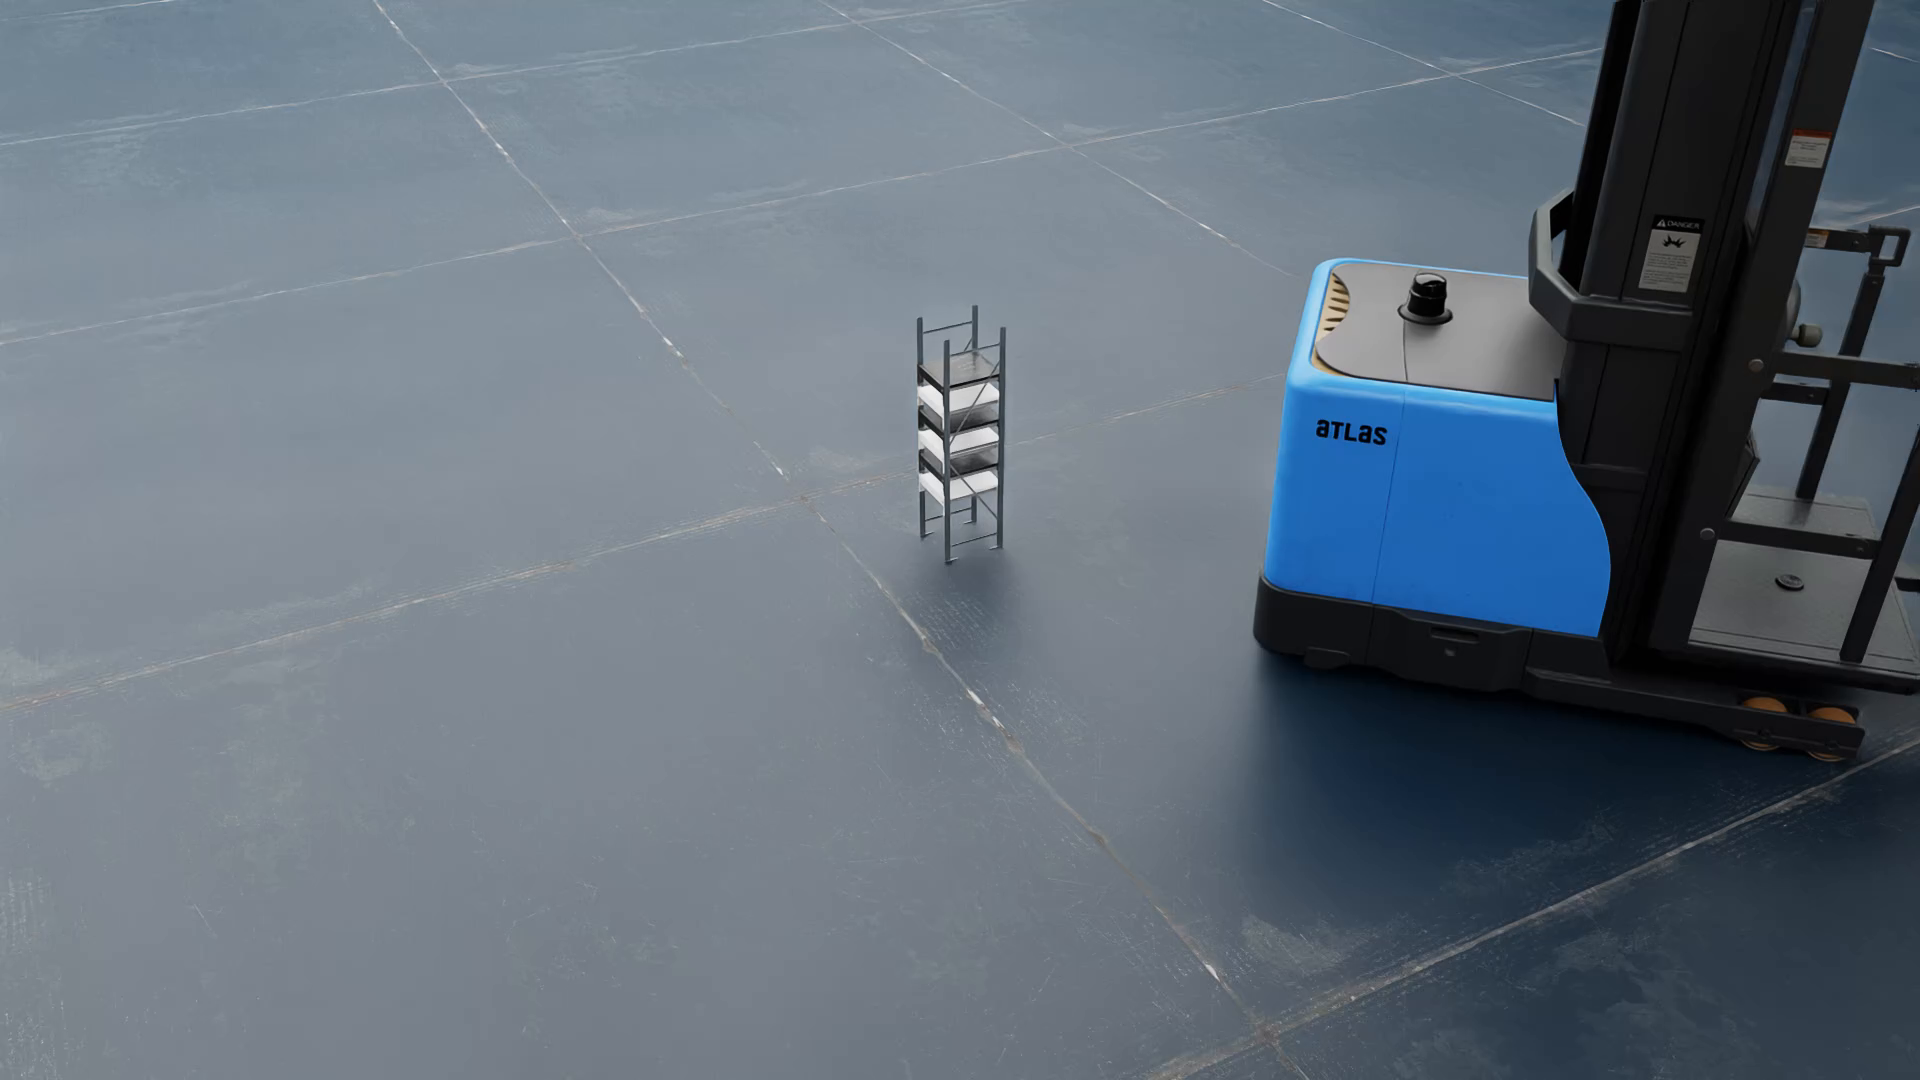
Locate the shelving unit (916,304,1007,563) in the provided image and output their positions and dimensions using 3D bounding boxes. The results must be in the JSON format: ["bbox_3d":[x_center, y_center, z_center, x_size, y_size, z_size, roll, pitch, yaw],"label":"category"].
[{"bbox_3d":[0.004,-0.375,6.001,0.258,0.900,0.210,-16,36,-23],"label":"shelving unit"}]

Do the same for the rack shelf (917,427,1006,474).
[{"bbox_3d":[0.004,-0.347,6.019,0.258,0.077,0.200,-16,36,-23],"label":"rack shelf"}]

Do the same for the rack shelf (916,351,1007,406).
[{"bbox_3d":[0.004,-0.574,5.874,0.258,0.077,0.200,-16,36,-23],"label":"rack shelf"}]

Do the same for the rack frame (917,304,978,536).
[{"bbox_3d":[-0.044,-0.424,6.077,0.240,0.900,0.006,-16,36,-23],"label":"rack frame"}]

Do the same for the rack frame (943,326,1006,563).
[{"bbox_3d":[0.051,-0.327,5.925,0.240,0.900,0.006,-16,36,-23],"label":"rack frame"}]

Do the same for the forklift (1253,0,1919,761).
[{"bbox_3d":[2.566,-0.865,4.884,3.031,2.935,1.130,9,34,13],"label":"forklift"}]

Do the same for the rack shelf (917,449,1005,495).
[{"bbox_3d":[0.004,-0.271,6.068,0.258,0.077,0.200,-16,36,-23],"label":"rack shelf"}]

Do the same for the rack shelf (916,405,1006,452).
[{"bbox_3d":[0.004,-0.423,5.971,0.258,0.077,0.200,-16,36,-23],"label":"rack shelf"}]

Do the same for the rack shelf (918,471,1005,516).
[{"bbox_3d":[0.004,-0.195,6.116,0.258,0.077,0.200,-16,36,-23],"label":"rack shelf"}]

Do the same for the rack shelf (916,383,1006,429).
[{"bbox_3d":[0.004,-0.499,5.922,0.258,0.077,0.200,-16,36,-23],"label":"rack shelf"}]
